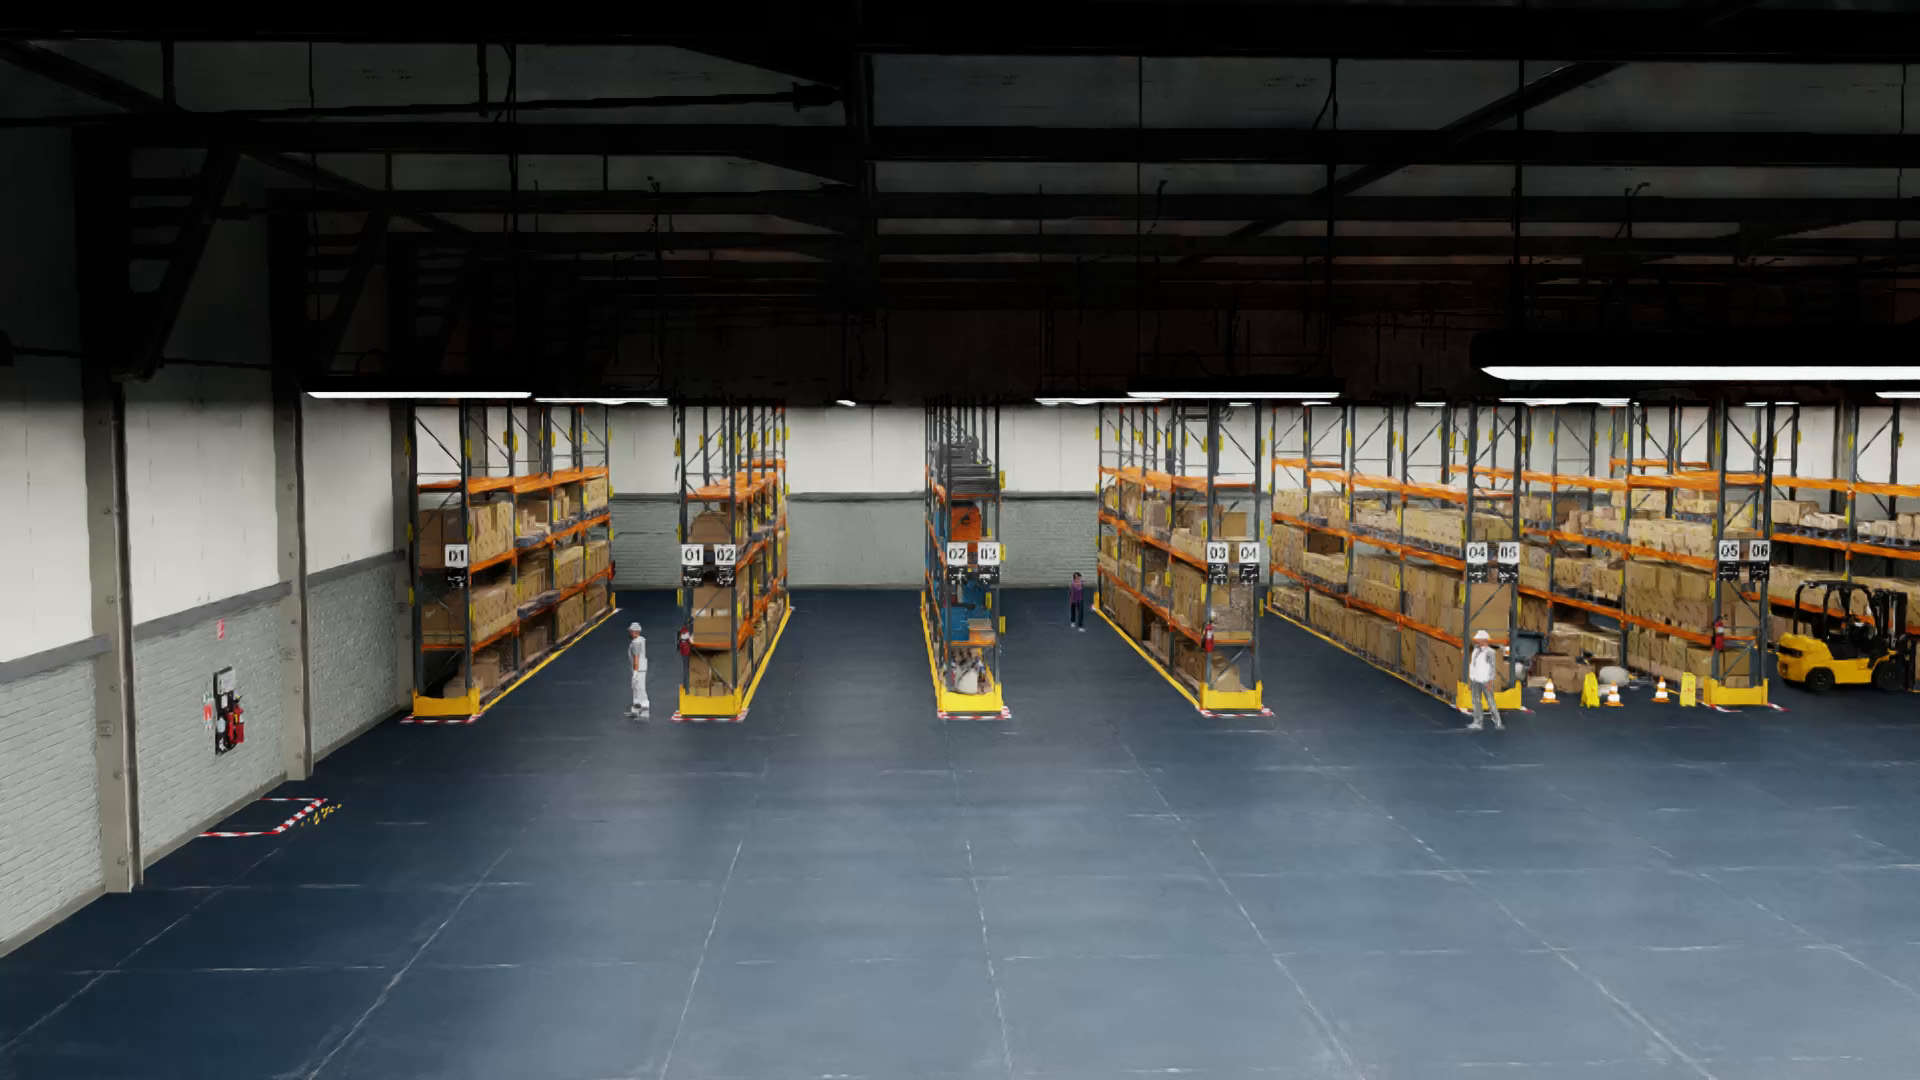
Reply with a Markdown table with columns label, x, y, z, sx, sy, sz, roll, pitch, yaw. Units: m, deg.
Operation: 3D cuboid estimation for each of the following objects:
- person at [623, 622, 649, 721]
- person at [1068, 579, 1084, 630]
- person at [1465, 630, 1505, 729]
| label | x | y | z | sx | sy | sz | roll | pitch | yaw |
| --- | --- | --- | --- | --- | --- | --- | --- | --- | --- |
| person | -5.961 | 2.397 | 30.535 | 0.527 | 1.787 | 0.735 | 0 | 5 | -3 |
| person | 3.010 | 1.655 | 43.088 | 0.417 | 1.303 | 1.037 | 0 | 5 | 0 |
| person | 9.414 | 2.499 | 29.723 | 0.475 | 1.768 | 0.708 | -3 | 5 | -29 |
